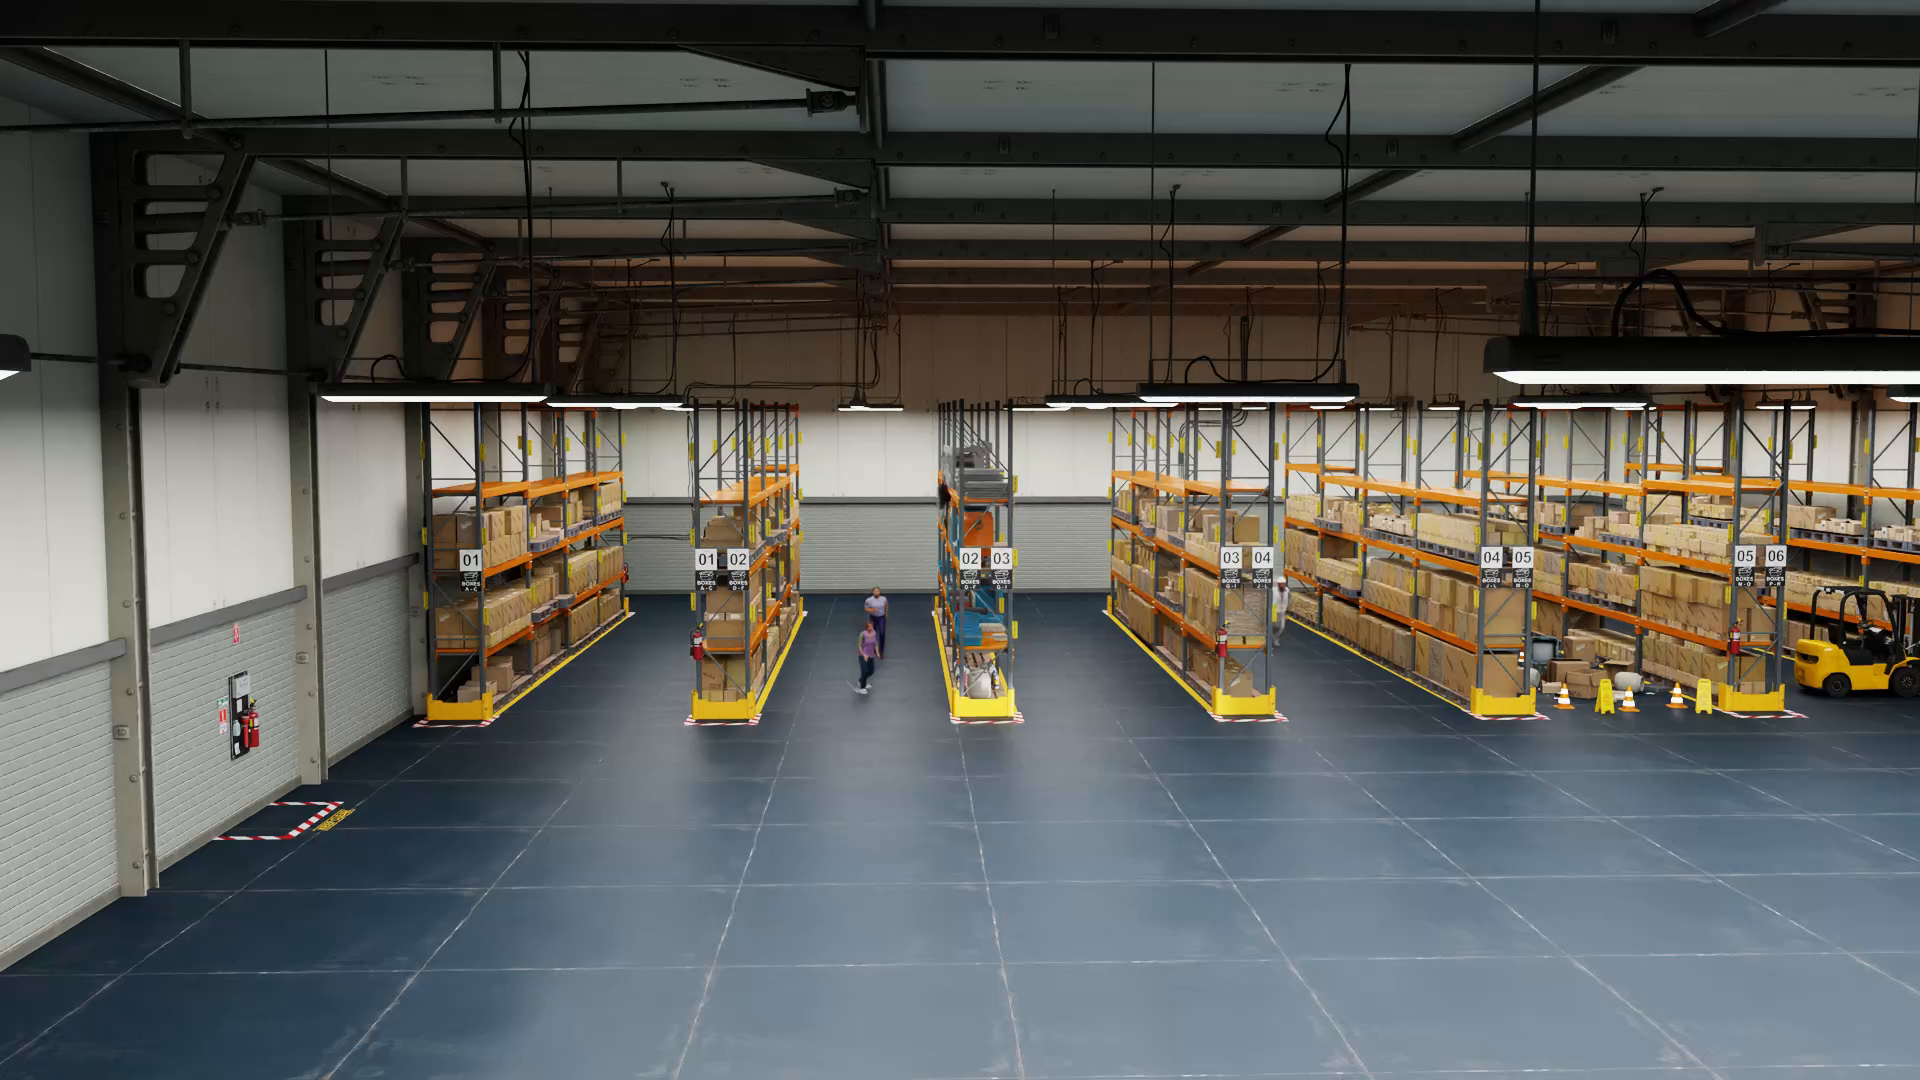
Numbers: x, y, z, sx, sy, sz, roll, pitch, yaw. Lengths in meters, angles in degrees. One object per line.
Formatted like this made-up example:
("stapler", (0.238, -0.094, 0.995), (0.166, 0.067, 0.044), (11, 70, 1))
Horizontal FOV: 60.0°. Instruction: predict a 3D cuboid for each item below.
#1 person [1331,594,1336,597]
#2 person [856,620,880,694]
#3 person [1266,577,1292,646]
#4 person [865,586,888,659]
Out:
("person", (11.328, 1.101, 49.973), (0.961, 1.678, 0.594), (-3, 5, -33))
("person", (-1.942, 2.382, 34.105), (0.541, 1.539, 0.705), (-3, 5, -37))
("person", (7.888, 1.750, 41.193), (0.640, 1.711, 0.681), (-1, 5, -16))
("person", (-1.961, 1.934, 39.096), (0.563, 1.706, 0.841), (0, 4, -6))
